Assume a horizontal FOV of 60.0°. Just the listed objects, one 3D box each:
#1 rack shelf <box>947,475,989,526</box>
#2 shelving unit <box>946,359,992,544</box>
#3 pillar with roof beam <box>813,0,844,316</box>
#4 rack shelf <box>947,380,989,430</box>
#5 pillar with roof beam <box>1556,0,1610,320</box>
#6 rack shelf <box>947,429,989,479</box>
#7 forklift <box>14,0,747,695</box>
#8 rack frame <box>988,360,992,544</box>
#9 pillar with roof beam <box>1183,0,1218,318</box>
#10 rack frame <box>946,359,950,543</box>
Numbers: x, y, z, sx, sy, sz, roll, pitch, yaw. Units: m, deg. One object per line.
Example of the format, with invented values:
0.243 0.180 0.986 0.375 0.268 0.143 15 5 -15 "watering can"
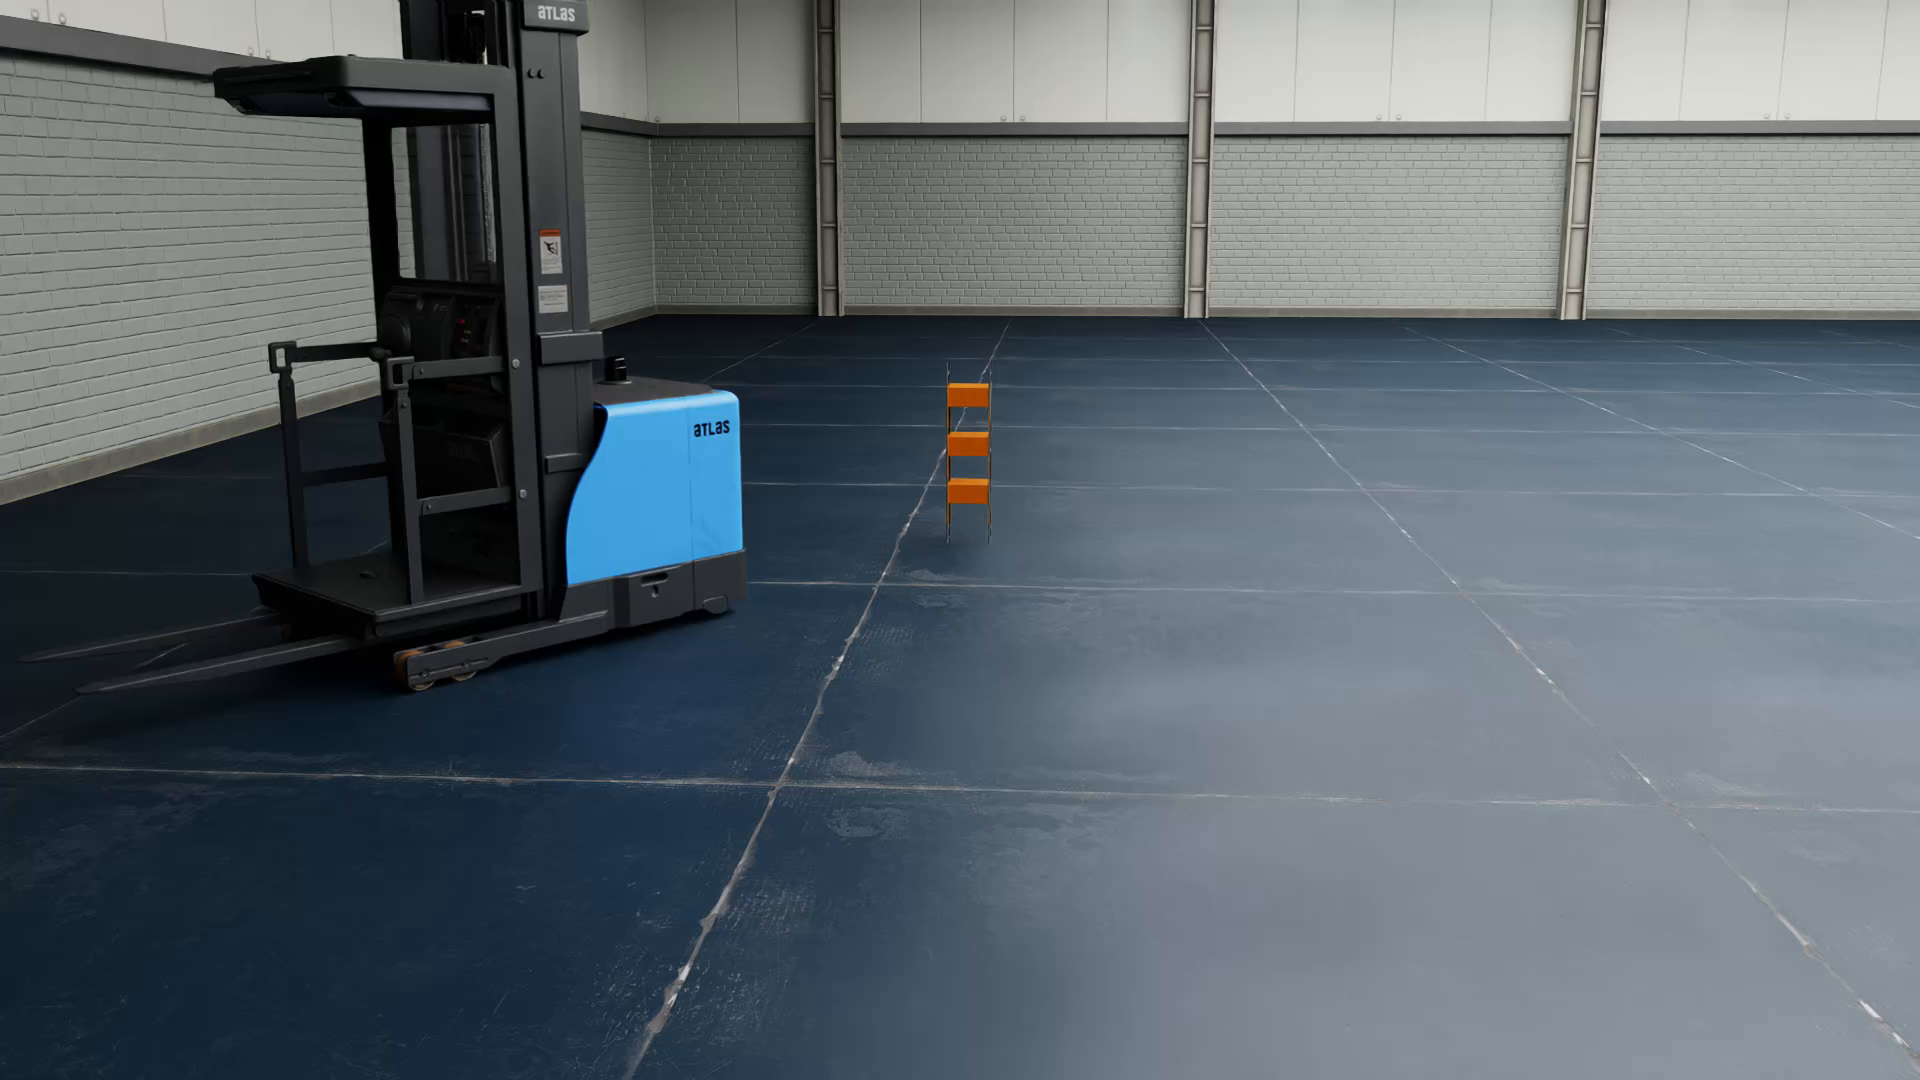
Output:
0.053 -0.231 9.716 0.240 0.259 0.215 1 12 4 "rack shelf"
0.053 -0.513 9.657 0.252 1.050 0.215 1 12 4 "shelving unit"
-2.422 -7.253 22.466 0.400 9.000 9.100 1 12 4 "pillar with roof beam"
0.053 -0.781 9.601 0.240 0.259 0.215 1 12 4 "rack shelf"
9.552 -7.089 21.681 0.400 9.000 9.100 1 12 4 "pillar with roof beam"
0.053 -0.503 9.659 0.240 0.259 0.215 1 12 4 "rack shelf"
-2.404 -0.934 7.073 1.130 2.935 3.031 11 16 42 "forklift"
0.175 -0.511 9.649 0.008 1.050 0.200 1 12 4 "rack frame"
3.565 -7.171 22.073 0.400 9.000 9.100 1 12 4 "pillar with roof beam"
-0.068 -0.515 9.665 0.008 1.050 0.200 1 12 4 "rack frame"
